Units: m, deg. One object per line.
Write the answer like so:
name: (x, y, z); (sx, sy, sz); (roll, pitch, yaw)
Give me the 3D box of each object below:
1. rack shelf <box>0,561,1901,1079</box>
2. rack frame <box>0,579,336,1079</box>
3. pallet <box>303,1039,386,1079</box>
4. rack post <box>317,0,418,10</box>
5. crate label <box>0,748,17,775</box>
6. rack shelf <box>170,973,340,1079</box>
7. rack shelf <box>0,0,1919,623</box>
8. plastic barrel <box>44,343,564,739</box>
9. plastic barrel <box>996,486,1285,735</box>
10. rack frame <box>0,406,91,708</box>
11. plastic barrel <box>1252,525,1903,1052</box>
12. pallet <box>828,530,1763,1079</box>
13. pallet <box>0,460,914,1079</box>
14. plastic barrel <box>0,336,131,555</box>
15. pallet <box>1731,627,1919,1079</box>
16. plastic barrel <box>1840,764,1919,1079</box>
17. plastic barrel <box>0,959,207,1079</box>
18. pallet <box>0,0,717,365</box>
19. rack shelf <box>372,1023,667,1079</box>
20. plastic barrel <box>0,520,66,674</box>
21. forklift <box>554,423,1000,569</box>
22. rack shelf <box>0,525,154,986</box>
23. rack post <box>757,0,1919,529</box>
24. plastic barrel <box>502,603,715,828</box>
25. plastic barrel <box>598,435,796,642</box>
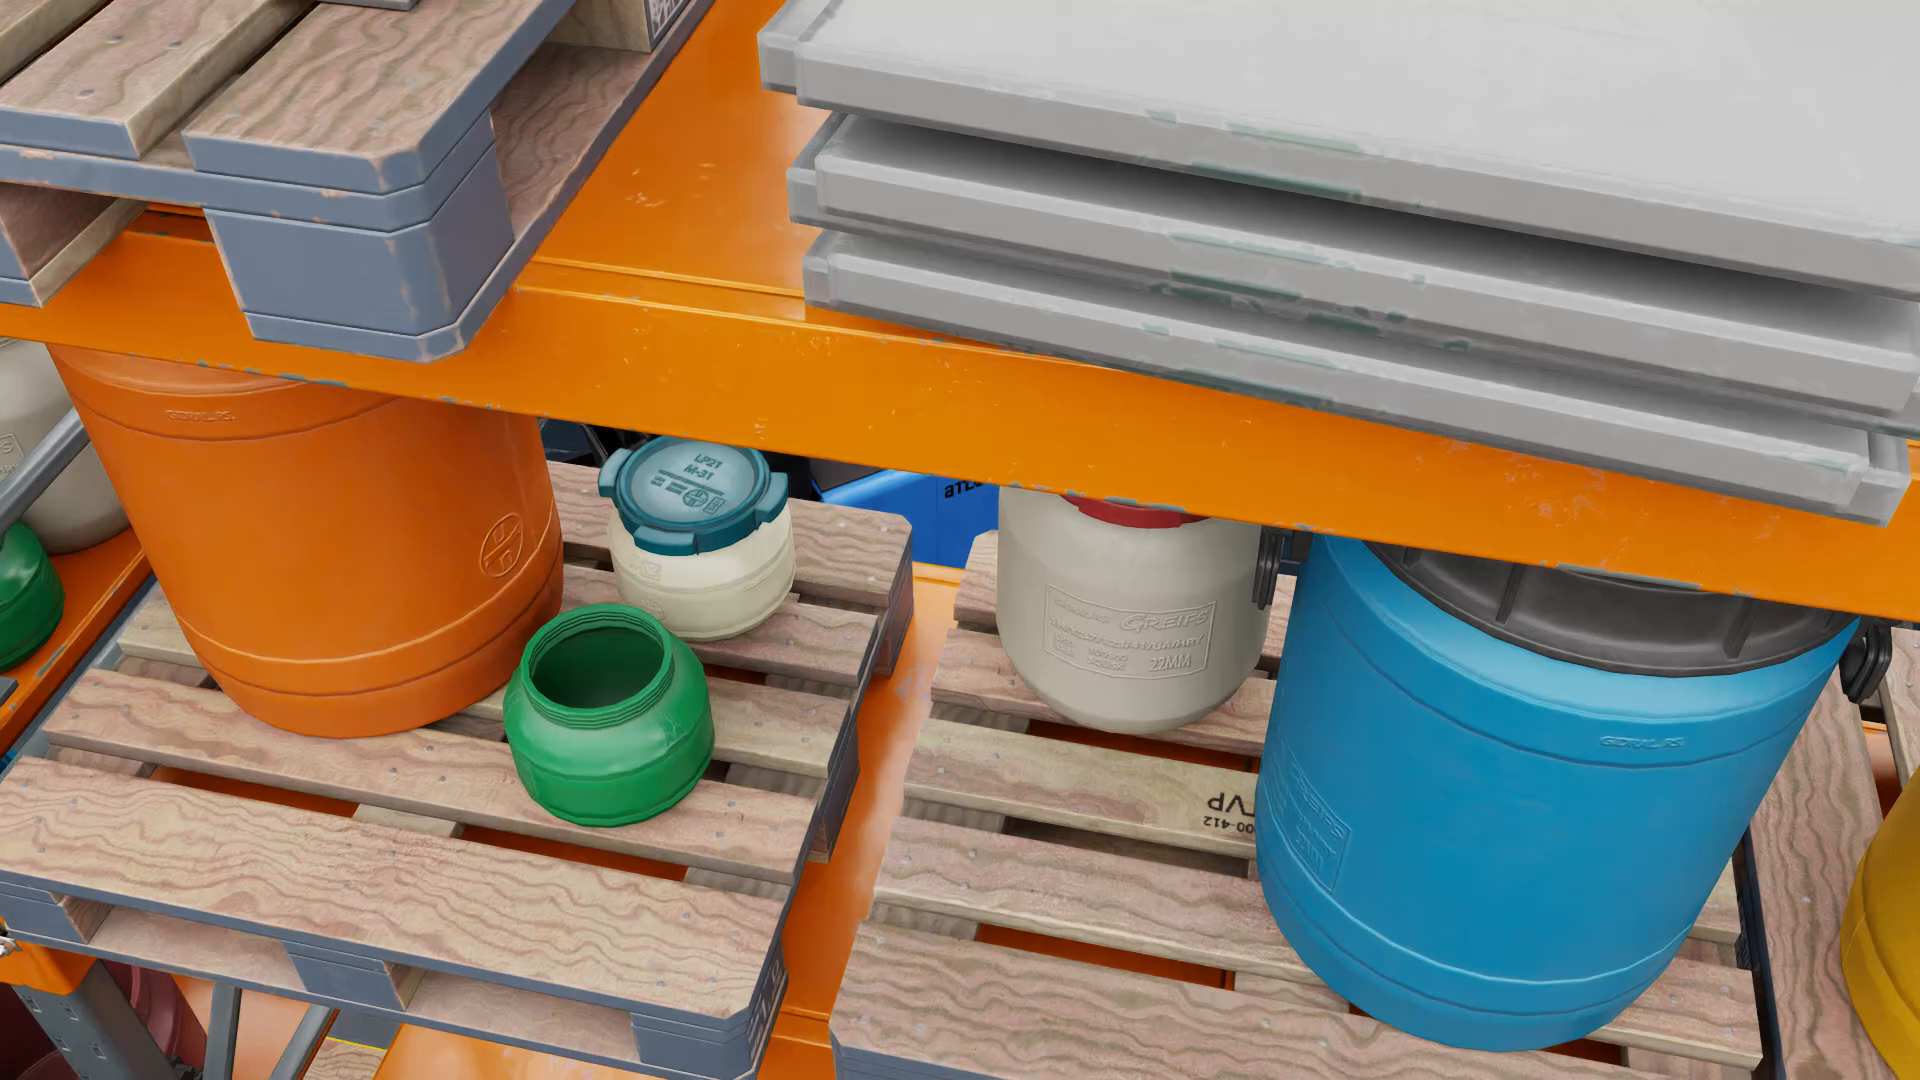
rack shelf: (0.455, 0.595, 2.785); (4.000, 0.370, 1.077); (9, 45, 9)
rack frame: (-1.496, 1.113, 3.890); (0.127, 3.000, 1.000); (9, 45, 9)
pallet: (-2.244, 1.974, 5.007); (1.213, 0.211, 1.003); (9, 45, 9)
rack post: (-0.780, -0.939, 1.751); (0.937, 0.300, 0.954); (9, 45, 9)
crate label: (-2.407, 0.767, 4.225); (0.616, 0.435, 0.502); (9, 45, 9)
rack shelf: (-3.448, 1.070, 4.455); (4.000, 0.370, 1.077); (9, 45, 9)
rack shelf: (0.455, -0.342, 1.884); (4.000, 0.370, 1.077); (9, 45, 9)
plastic barrel: (-0.943, -0.186, 2.464); (0.708, 0.830, 0.600); (9, 45, 9)
plastic barrel: (0.267, -0.001, 2.485); (0.433, 0.535, 0.433); (0, 44, 0)
rack frame: (-1.496, -1.048, 1.810); (0.127, 3.000, 1.000); (9, 45, 9)
plastic barrel: (0.708, 0.151, 2.062); (0.708, 0.901, 0.600); (9, 45, 9)
pallet: (0.513, 0.484, 2.517); (1.213, 0.211, 1.003); (9, 45, 9)
pallet: (-0.771, 0.283, 2.727); (1.213, 0.211, 1.003); (9, 45, 9)
plastic barrel: (-1.733, -0.262, 3.076); (0.421, 0.512, 0.421); (0, 44, 0)
pallet: (1.621, 0.654, 2.341); (1.003, 0.211, 1.213); (9, 45, 9)
plastic barrel: (1.472, 0.418, 2.011); (0.600, 0.588, 0.600); (0, 44, 0)
plastic barrel: (-2.015, 1.199, 3.703); (0.708, 0.536, 0.600); (9, 45, 9)
pallet: (-0.799, -0.706, 1.879); (1.003, 0.211, 1.213); (9, 45, 9)
rack shelf: (0.455, 1.675, 3.825); (4.000, 0.370, 1.077); (9, 45, 9)
plastic barrel: (-1.749, 0.086, 2.907); (0.294, 0.245, 0.294); (0, 44, 0)
forklift: (-1.334, -0.482, 5.597); (3.031, 2.935, 1.130); (-21, 48, -20)
rack shelf: (-3.448, -0.011, 3.414); (4.000, 0.370, 1.077); (9, 45, 9)
rack post: (0.404, -0.483, 1.583); (0.954, 0.300, 0.937); (13, 45, 13)
plastic barrel: (-0.513, 0.253, 2.430); (0.294, 0.245, 0.294); (0, 44, 0)
plastic barrel: (-0.418, -0.006, 2.687); (0.301, 0.262, 0.301); (0, 44, 0)
